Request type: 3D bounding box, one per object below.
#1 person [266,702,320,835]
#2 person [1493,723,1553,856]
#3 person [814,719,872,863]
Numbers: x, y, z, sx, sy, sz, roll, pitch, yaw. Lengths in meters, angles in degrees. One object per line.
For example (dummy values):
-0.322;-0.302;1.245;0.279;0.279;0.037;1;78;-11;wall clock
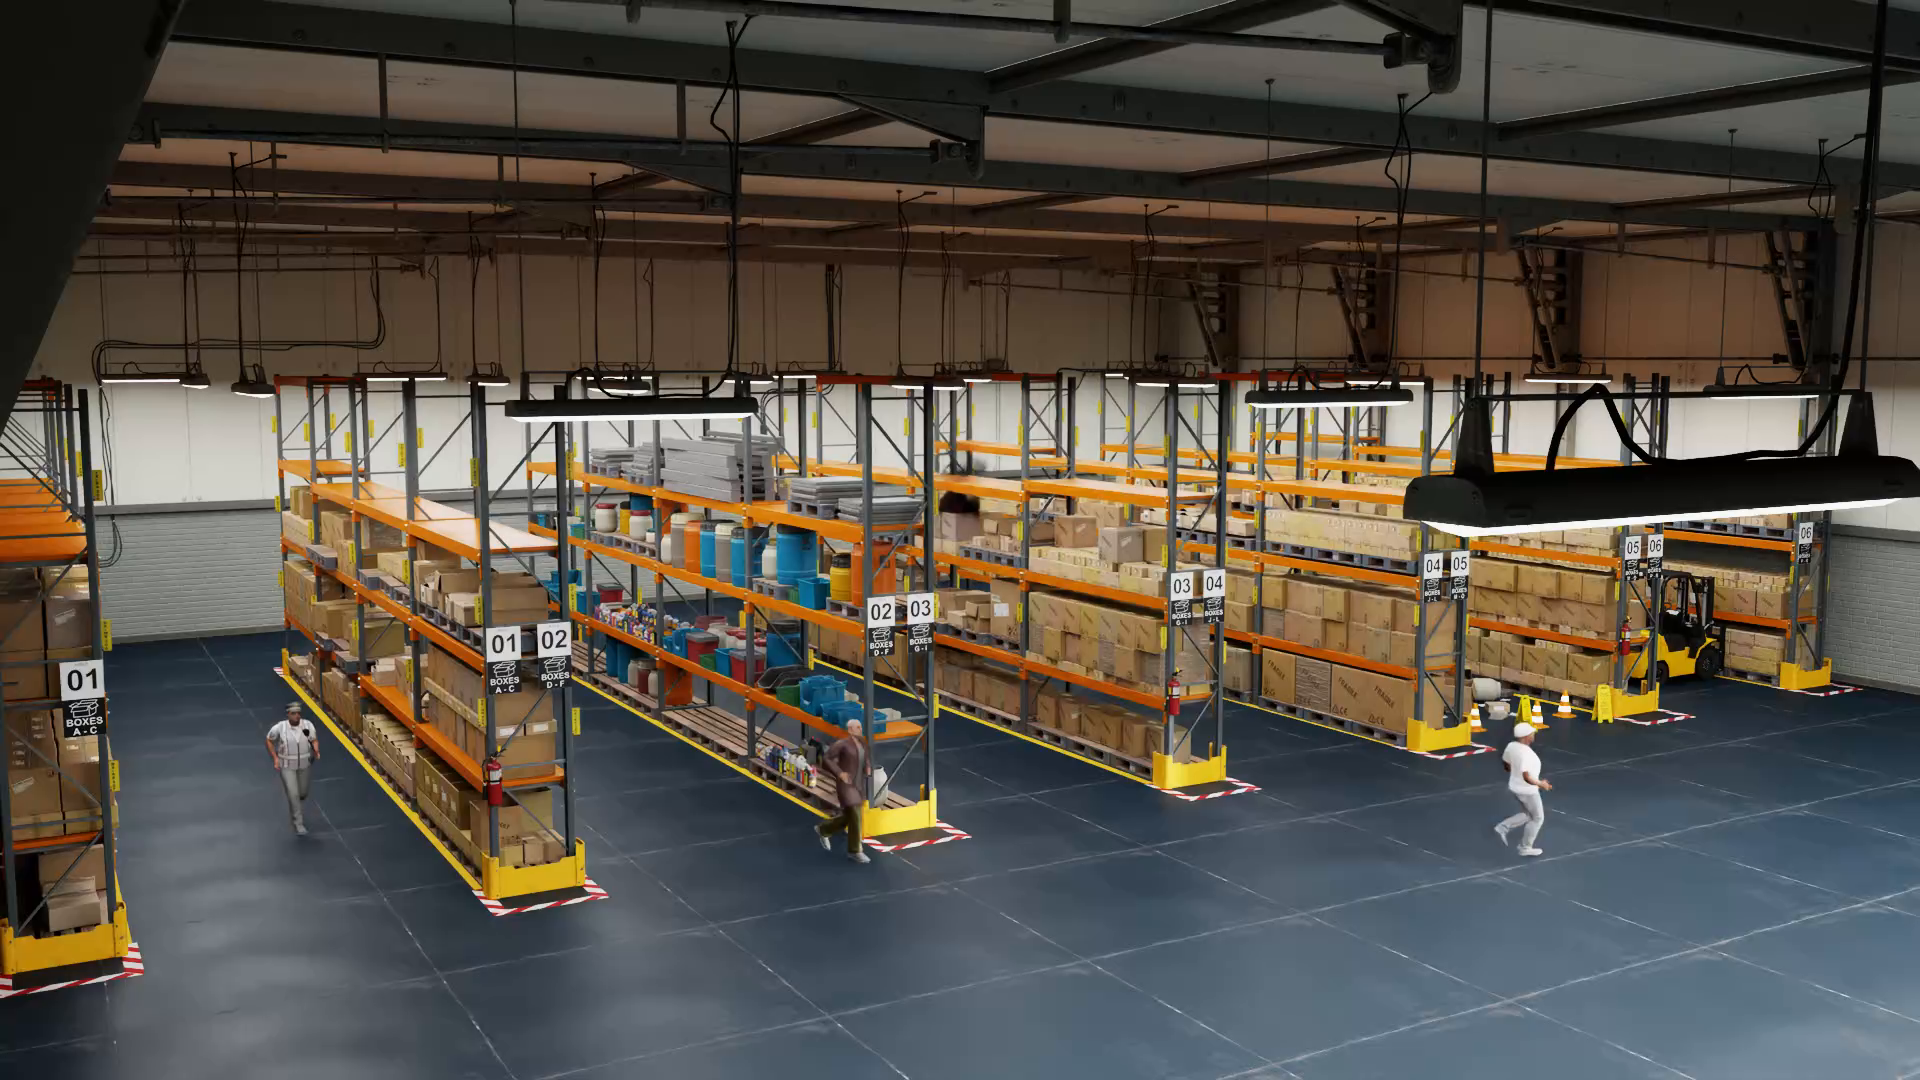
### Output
-8.984;3.020;22.407;0.642;1.765;0.897;-5;8;-38;person
7.143;3.167;21.136;0.609;1.717;0.697;0;6;-4;person
-1.418;3.187;21.238;0.931;1.728;0.745;4;8;34;person
